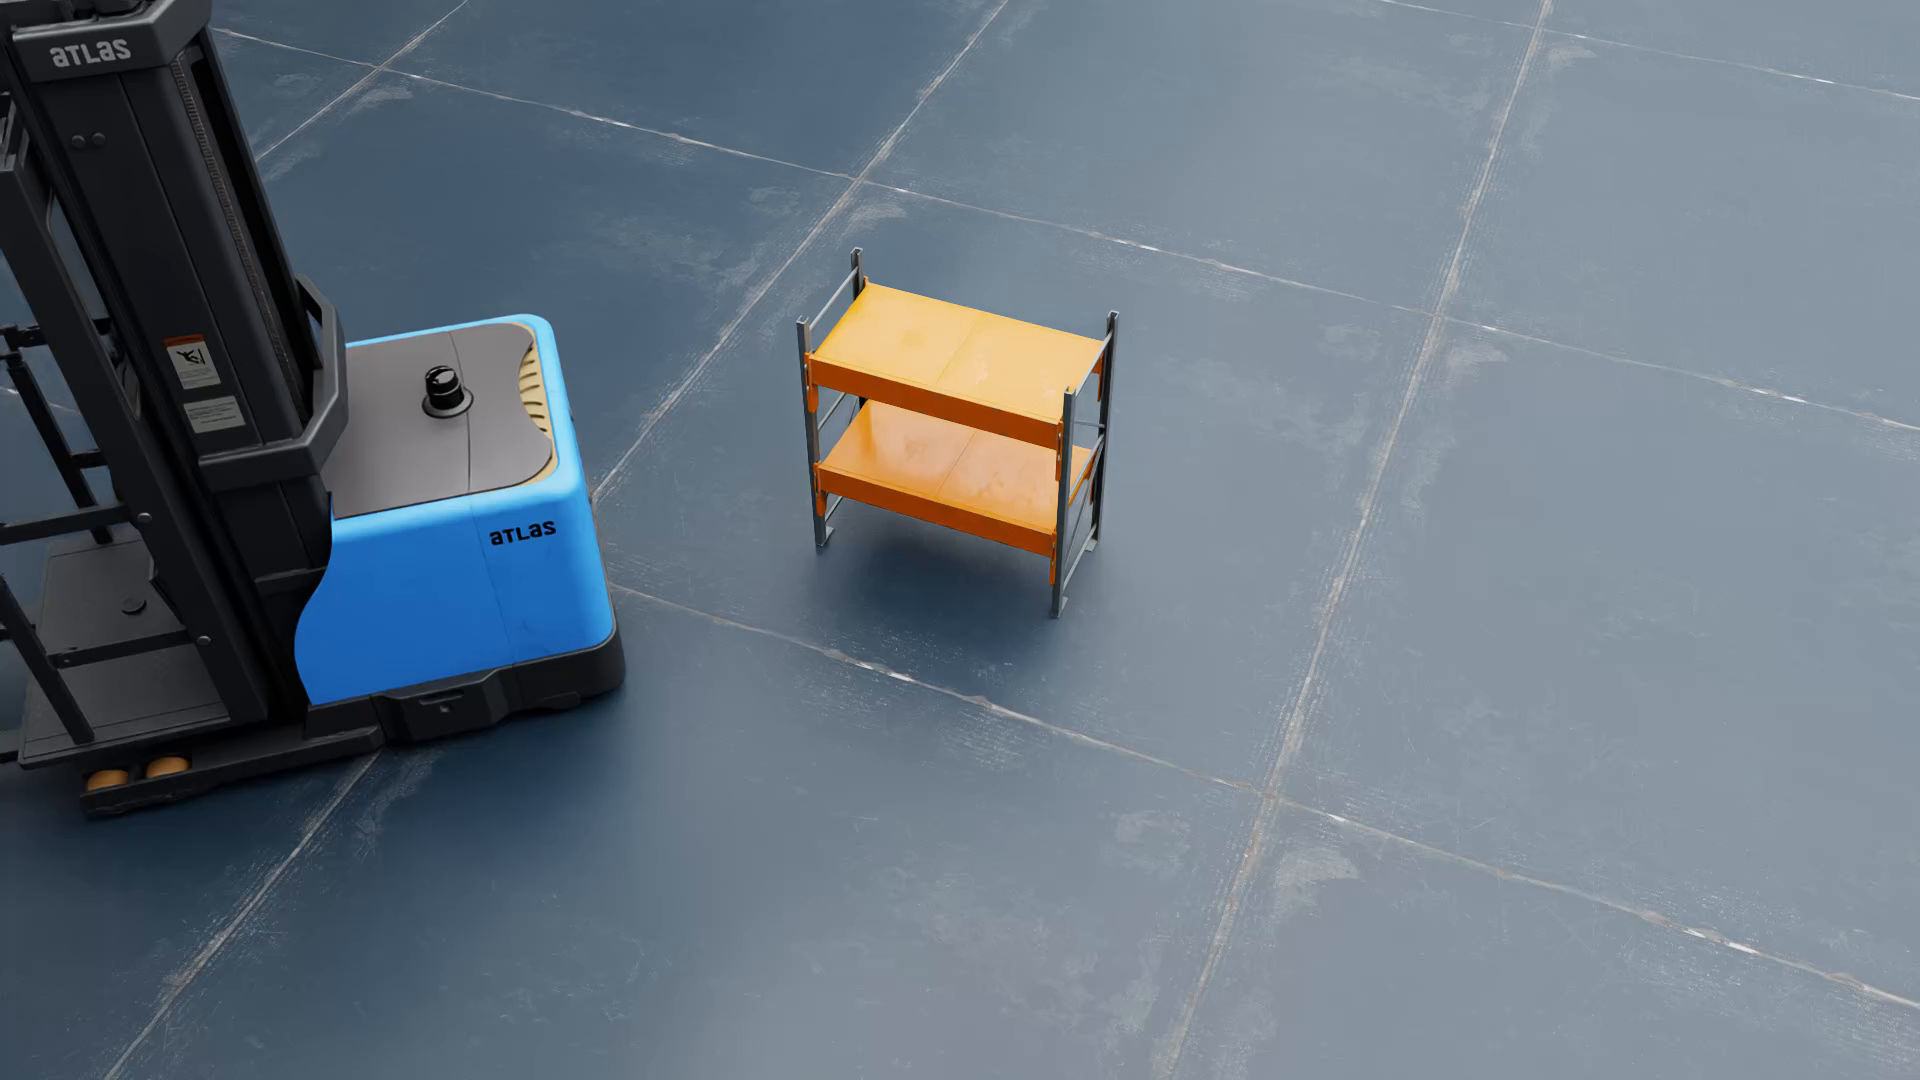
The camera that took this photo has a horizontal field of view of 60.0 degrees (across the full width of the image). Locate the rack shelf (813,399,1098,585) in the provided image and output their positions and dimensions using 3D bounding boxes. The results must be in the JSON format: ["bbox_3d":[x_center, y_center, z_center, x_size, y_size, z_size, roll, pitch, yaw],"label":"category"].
[{"bbox_3d":[-0.006,-0.227,6.528,1.000,0.278,0.538,16,47,16],"label":"rack shelf"}]

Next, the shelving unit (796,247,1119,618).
[{"bbox_3d":[-0.006,-0.401,6.355,1.048,1.125,0.538,16,47,16],"label":"shelving unit"}]

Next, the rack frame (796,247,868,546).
[{"bbox_3d":[-0.475,-0.539,6.494,0.032,1.125,0.500,16,47,16],"label":"rack frame"}]

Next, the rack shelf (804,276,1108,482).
[{"bbox_3d":[-0.006,-0.608,6.149,1.000,0.278,0.538,16,47,16],"label":"rack shelf"}]

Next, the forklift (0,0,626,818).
[{"bbox_3d":[-2.813,-0.502,5.177,3.031,2.935,1.130,-12,46,-11],"label":"forklift"}]

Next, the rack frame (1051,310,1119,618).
[{"bbox_3d":[0.463,-0.263,6.216,0.032,1.125,0.500,16,47,16],"label":"rack frame"}]
